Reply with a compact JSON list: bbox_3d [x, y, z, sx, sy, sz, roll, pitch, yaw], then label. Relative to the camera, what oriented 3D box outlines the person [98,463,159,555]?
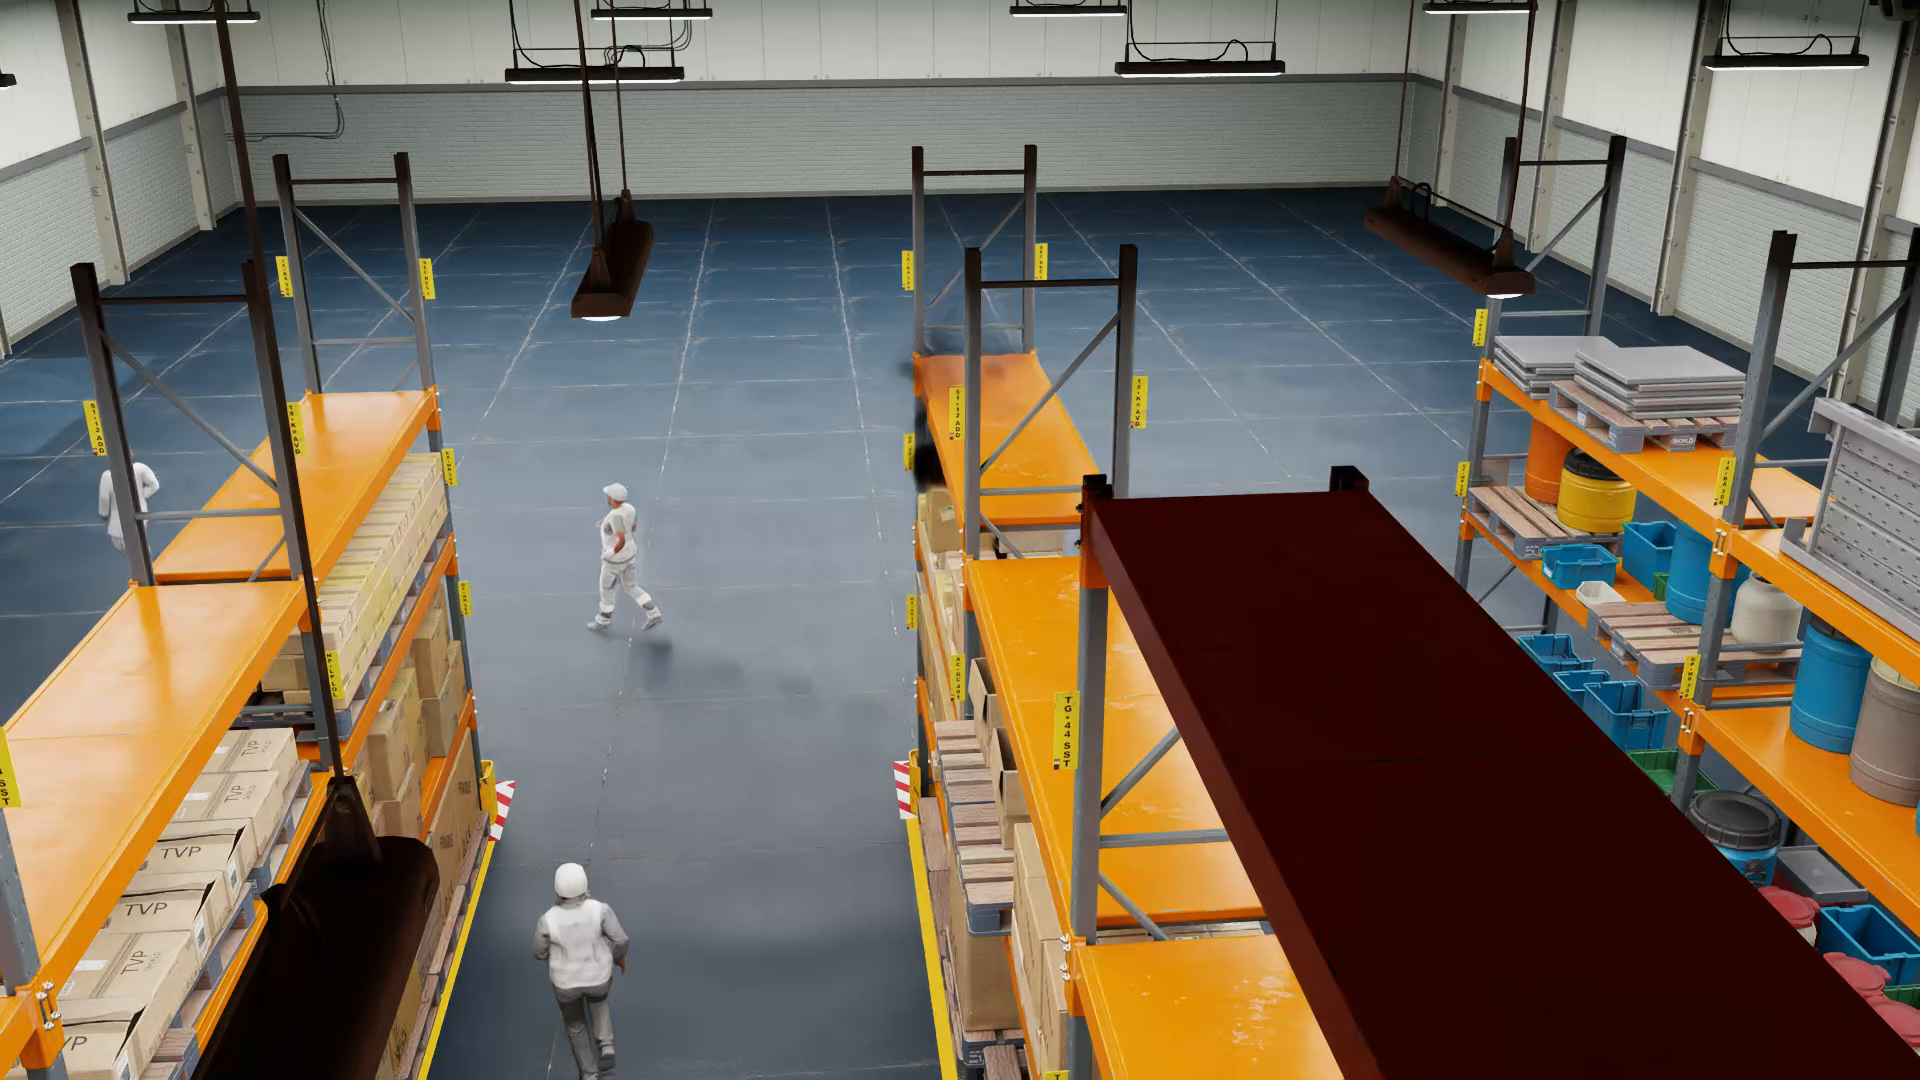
[{"bbox_3d":[-10.051,-0.323,20.178,0.711,1.725,0.722,15,26,34],"label":"person"}]

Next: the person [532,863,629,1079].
[{"bbox_3d":[-2.657,3.012,11.695,0.644,1.723,0.610,-7,23,-17],"label":"person"}]

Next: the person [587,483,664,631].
[{"bbox_3d":[-3.803,0.209,18.595,0.968,1.787,0.647,9,23,22],"label":"person"}]
